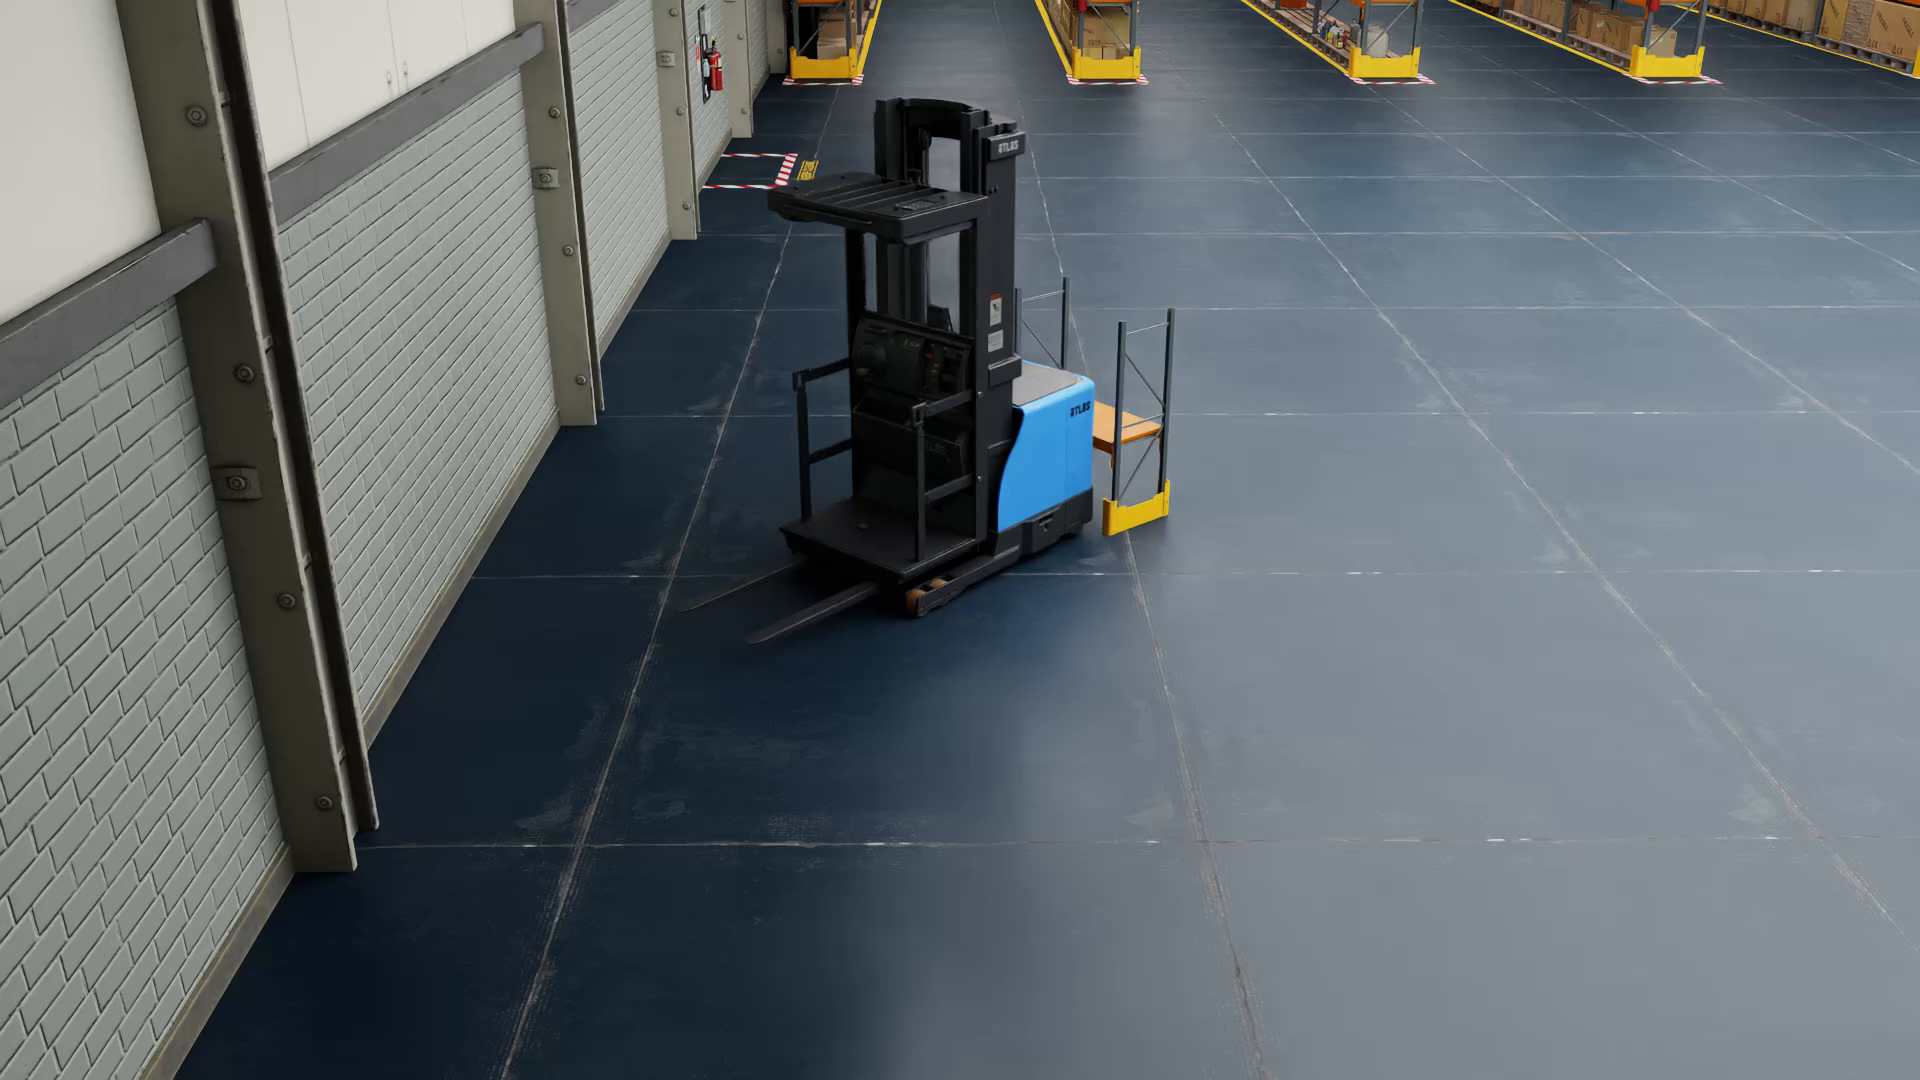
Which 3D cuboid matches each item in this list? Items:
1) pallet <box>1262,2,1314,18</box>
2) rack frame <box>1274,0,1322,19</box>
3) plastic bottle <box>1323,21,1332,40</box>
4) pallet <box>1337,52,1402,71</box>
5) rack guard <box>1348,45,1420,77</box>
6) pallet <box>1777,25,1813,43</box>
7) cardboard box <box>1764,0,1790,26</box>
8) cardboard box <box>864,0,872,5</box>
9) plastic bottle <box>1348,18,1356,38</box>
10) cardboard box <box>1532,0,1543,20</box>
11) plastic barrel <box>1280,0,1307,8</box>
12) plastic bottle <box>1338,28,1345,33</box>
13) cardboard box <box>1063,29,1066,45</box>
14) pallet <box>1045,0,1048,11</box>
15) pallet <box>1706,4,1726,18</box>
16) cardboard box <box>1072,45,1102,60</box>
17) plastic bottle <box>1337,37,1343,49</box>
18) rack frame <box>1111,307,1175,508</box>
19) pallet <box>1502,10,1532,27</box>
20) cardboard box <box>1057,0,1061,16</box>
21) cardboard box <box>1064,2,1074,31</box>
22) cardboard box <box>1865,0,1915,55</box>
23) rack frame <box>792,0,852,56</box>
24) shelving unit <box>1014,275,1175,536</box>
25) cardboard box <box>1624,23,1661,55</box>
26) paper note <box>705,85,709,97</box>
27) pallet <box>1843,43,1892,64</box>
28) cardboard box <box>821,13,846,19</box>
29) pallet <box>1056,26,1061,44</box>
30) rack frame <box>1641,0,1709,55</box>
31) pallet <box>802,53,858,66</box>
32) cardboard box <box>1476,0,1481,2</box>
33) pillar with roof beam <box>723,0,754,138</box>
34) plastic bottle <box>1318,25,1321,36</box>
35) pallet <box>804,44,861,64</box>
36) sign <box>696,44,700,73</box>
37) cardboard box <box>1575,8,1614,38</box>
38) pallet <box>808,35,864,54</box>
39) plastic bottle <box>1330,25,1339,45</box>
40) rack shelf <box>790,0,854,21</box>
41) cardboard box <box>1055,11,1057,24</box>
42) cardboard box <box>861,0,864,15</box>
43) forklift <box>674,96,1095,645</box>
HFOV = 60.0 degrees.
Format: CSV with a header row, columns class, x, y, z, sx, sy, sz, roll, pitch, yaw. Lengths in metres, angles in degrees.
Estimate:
class,x,y,z,sx,sy,sz,roll,pitch,yaw
pallet,7.377,-11.892,37.287,1.003,0.211,1.213,0,24,-1
rack frame,7.427,-12.838,35.995,1.000,3.000,0.127,0,24,-1
plastic bottle,7.066,-9.771,31.894,0.144,0.351,0.185,-1,24,-3
pallet,7.463,-8.636,30.089,1.003,0.211,1.213,0,24,-1
rack guard,7.466,-8.433,29.290,1.175,0.500,0.348,0,24,-1
pallet,17.300,-10.239,33.634,1.003,0.211,1.213,0,24,-1
cardboard box,17.280,-11.012,34.177,1.050,0.750,0.750,0,24,-1
cardboard box,-2.356,-12.309,36.924,0.750,0.750,0.750,-1,24,-1
plastic bottle,7.622,-9.918,32.220,0.144,0.351,0.185,0,24,-1
cardboard box,12.439,-11.183,34.836,0.700,0.500,0.500,2,24,4
plastic barrel,7.404,-12.242,36.801,0.600,0.830,0.708,0,24,-1
plastic bottle,7.219,-9.572,31.546,0.152,0.276,0.135,0,24,-1
cardboard box,2.220,-9.503,31.448,0.500,0.250,0.500,0,24,-1
pallet,2.493,-12.356,38.313,1.003,0.211,1.213,0,24,-1
pallet,17.333,-11.892,37.288,1.003,0.211,1.213,0,24,-1
cardboard box,2.260,-8.679,29.626,0.500,0.250,0.500,0,24,-1
plastic bottle,7.056,-9.221,30.861,0.097,0.201,0.097,0,24,0
rack frame,1.226,-0.794,11.185,0.500,1.500,0.032,-19,30,-36
pallet,12.387,-11.267,35.906,1.003,0.211,1.213,0,24,-1
cardboard box,2.214,-10.743,33.509,0.500,0.311,0.500,0,24,1
cardboard box,2.220,-9.844,31.293,0.500,0.500,0.500,0,24,-1
cardboard box,17.342,-9.409,30.482,0.875,0.875,0.875,-1,24,-1
rack frame,-2.392,-9.497,28.607,1.000,3.000,0.127,0,24,-1
shelving unit,0.895,-0.958,11.547,0.587,1.500,1.083,-19,30,-36
cardboard box,12.436,-9.119,30.297,0.500,0.500,0.500,6,25,13
paper note,-3.278,-5.816,21.538,0.016,0.148,0.142,0,24,-1
pallet,17.330,-9.104,31.123,1.003,0.211,1.213,0,24,-1
cardboard box,-2.385,-9.779,31.731,0.500,0.500,0.500,-2,24,-5
pallet,2.470,-10.202,33.550,1.003,0.211,1.213,0,24,-1
rack frame,12.467,-9.563,28.755,1.000,3.000,0.127,0,24,-1
pallet,-2.367,-8.592,29.992,1.003,0.211,1.213,0,24,-1
cardboard box,12.391,-12.735,37.836,1.225,0.875,0.875,0,24,0
pillar with roof beam,1.105,-10.062,22.577,9.100,9.000,0.400,0,24,-1
plastic bottle,7.037,-9.940,32.449,0.097,0.201,0.097,0,24,0
pallet,-2.377,-9.094,31.101,1.003,0.211,1.213,0,24,-1
sign,-3.308,-6.078,21.006,0.001,0.329,0.234,0,24,-1
cardboard box,12.387,-10.099,32.463,0.500,0.500,0.500,-1,24,-2
pallet,-2.393,-9.598,32.215,1.003,0.211,1.213,0,24,-1
plastic bottle,7.073,-9.519,31.337,0.144,0.351,0.185,1,24,2
rack shelf,-2.414,-9.993,30.578,1.077,0.370,4.000,0,24,-1
cardboard box,2.213,-10.696,34.086,0.500,0.250,0.500,0,24,1
cardboard box,-2.420,-11.558,35.665,0.700,0.500,0.500,0,24,0
forklift,-0.441,-1.100,10.125,1.130,2.935,3.031,20,31,37
